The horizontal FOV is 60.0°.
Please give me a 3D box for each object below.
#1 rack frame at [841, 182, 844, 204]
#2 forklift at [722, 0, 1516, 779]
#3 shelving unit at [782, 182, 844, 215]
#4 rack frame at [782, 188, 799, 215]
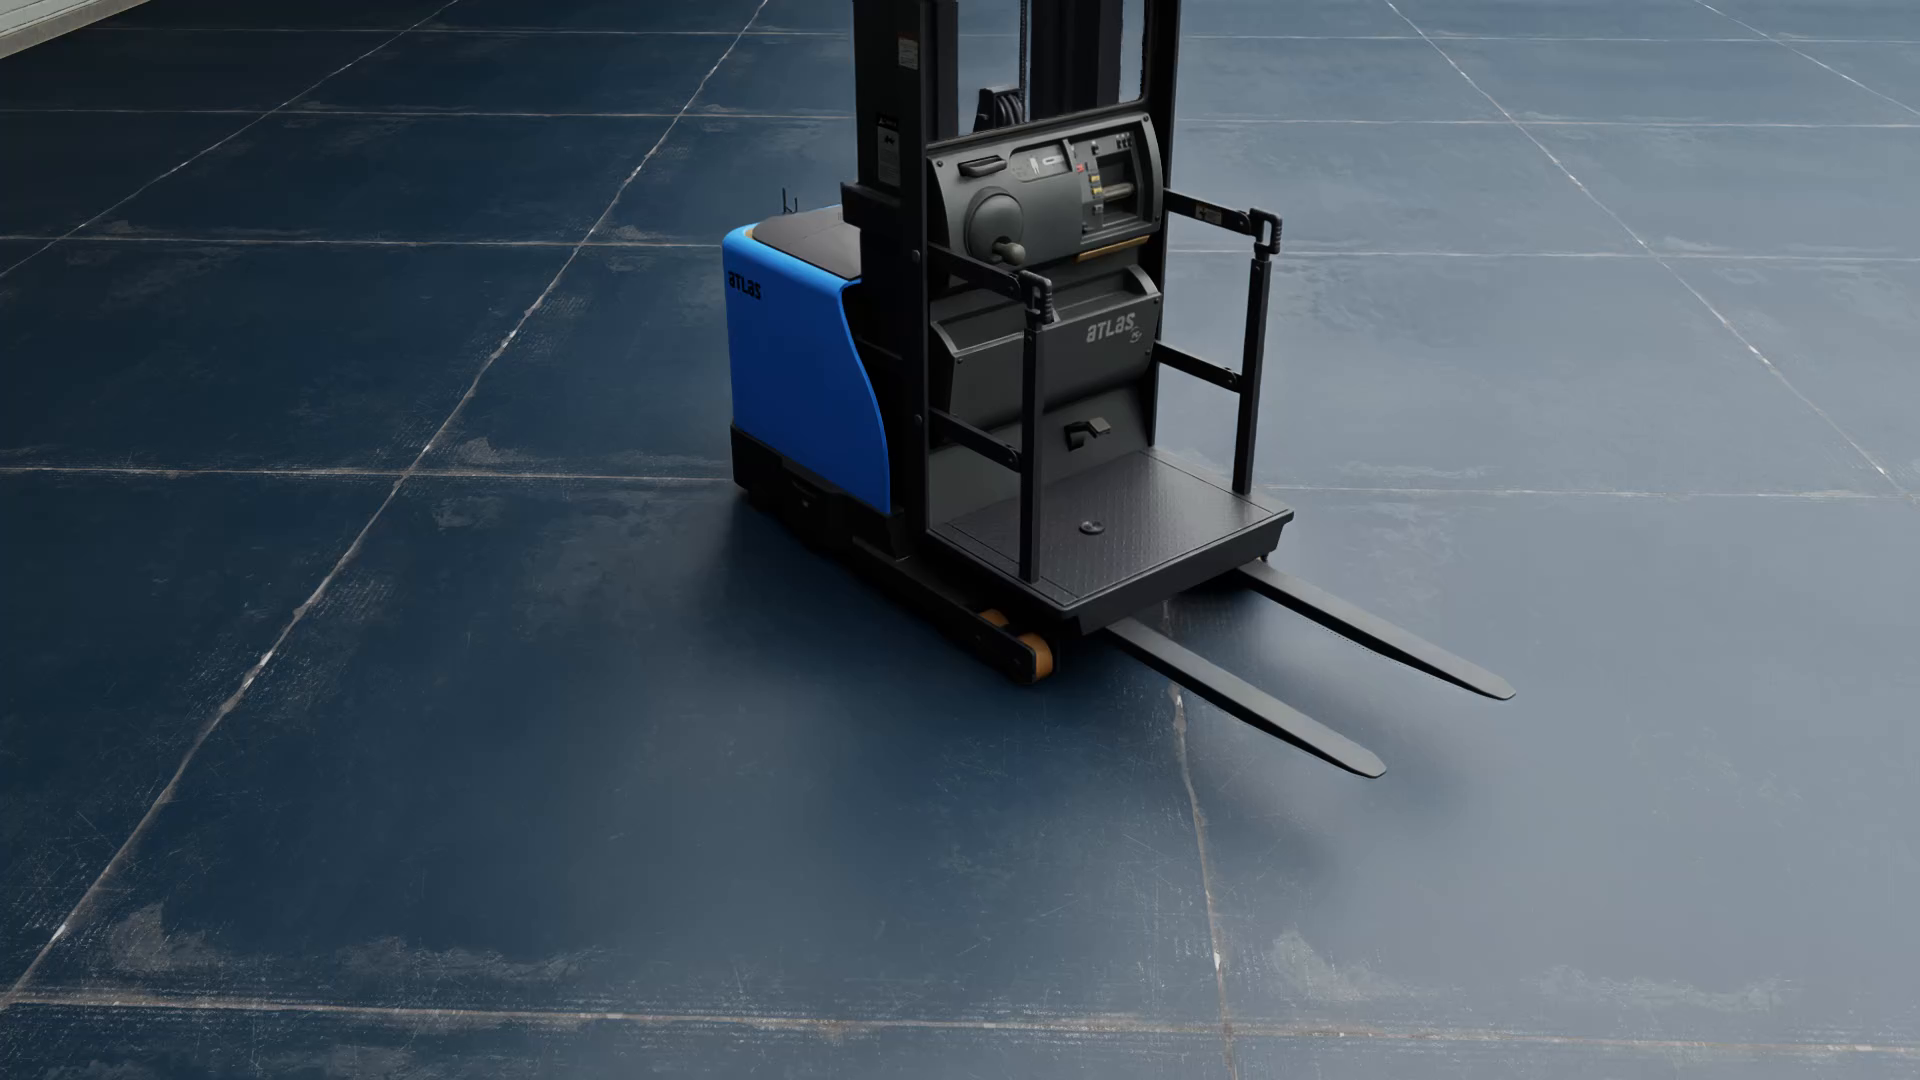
[{"bbox_3d":[-0.438,-0.940,6.890,0.008,1.050,0.200,-10,26,-19],"label":"rack frame"},{"bbox_3d":[0.430,-1.094,5.185,1.130,2.935,3.031,-21,34,-34],"label":"forklift"},{"bbox_3d":[-0.551,-0.920,6.851,0.252,1.050,0.215,-10,26,-19],"label":"shelving unit"},{"bbox_3d":[-0.665,-0.900,6.812,0.008,1.050,0.200,-10,26,-19],"label":"rack frame"}]
